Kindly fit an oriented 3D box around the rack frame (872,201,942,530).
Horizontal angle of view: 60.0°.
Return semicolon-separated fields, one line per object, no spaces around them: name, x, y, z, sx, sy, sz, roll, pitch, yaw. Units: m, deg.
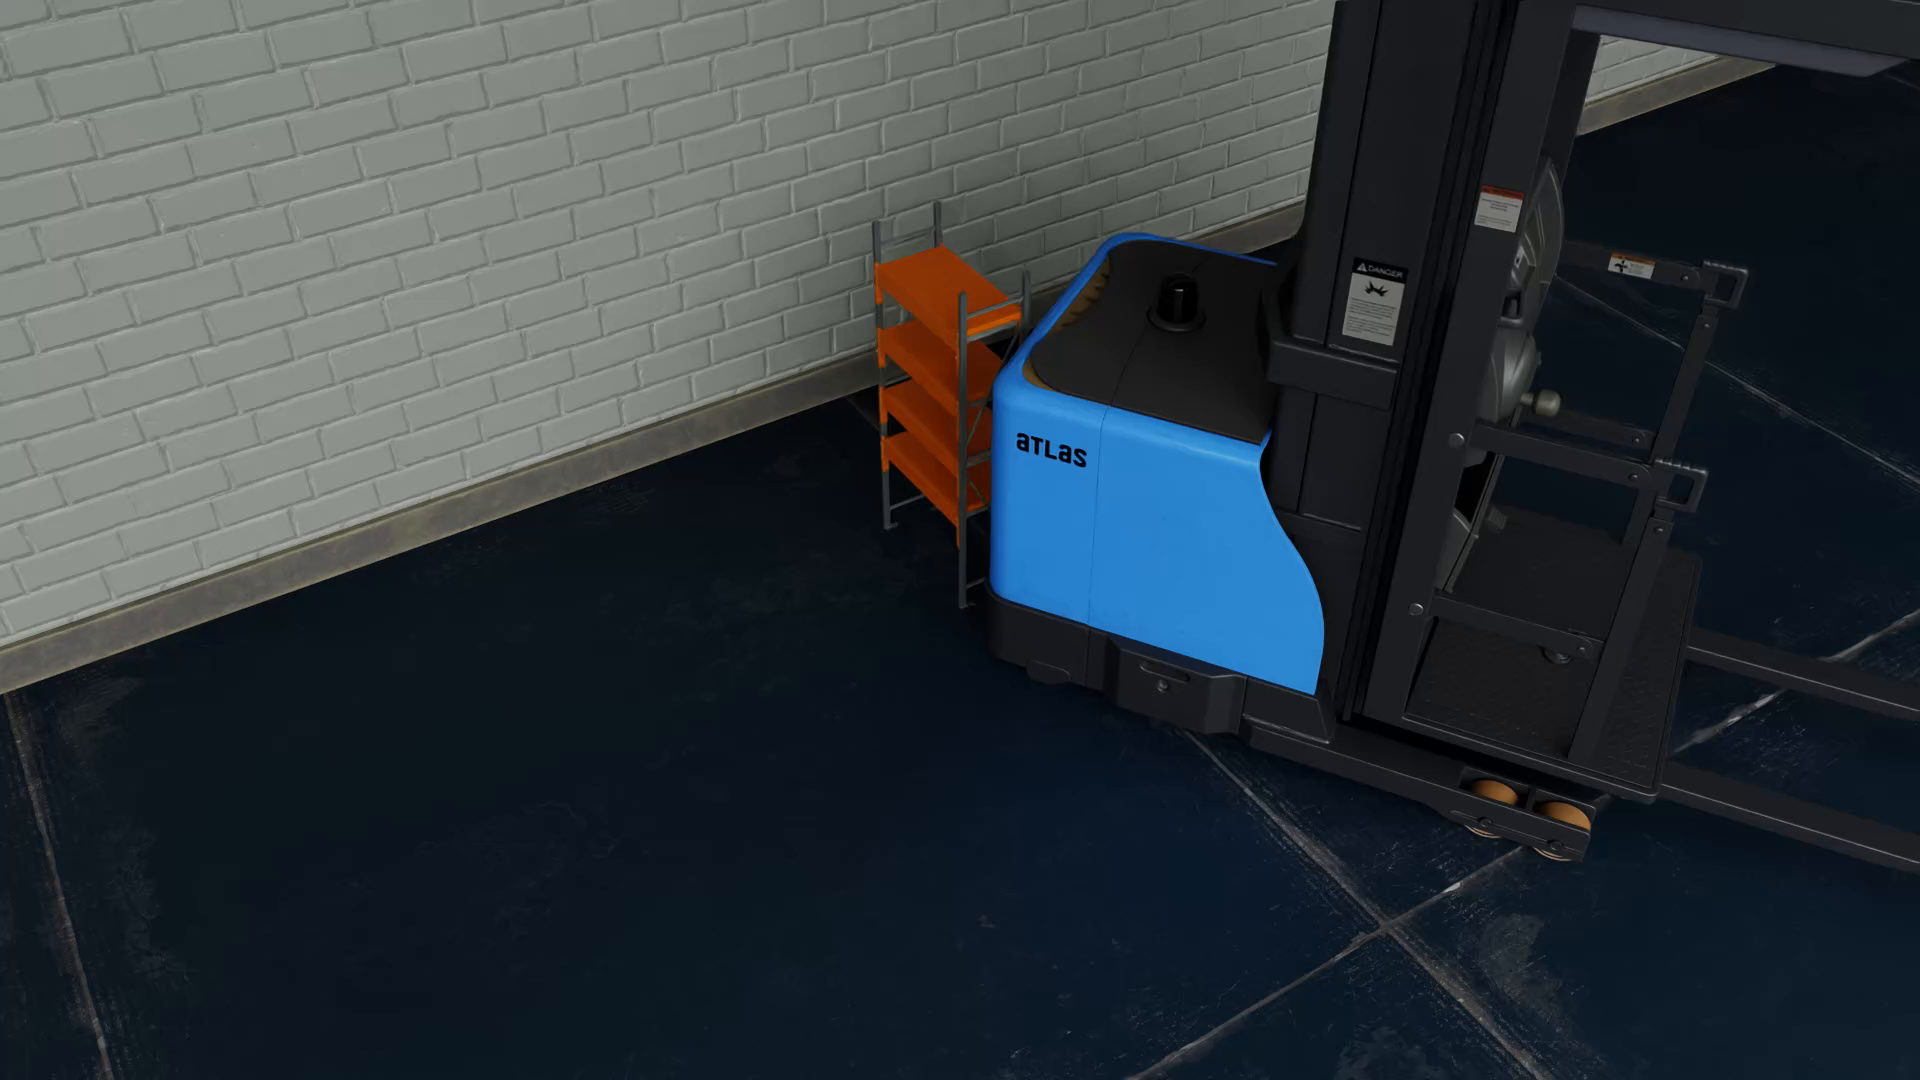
rack frame;-0.162;-0.540;5.461;0.240;1.200;0.015;-22;45;-24

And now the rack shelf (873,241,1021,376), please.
rack shelf;-0.031;-0.710;5.051;0.258;0.148;0.480;-22;45;-24

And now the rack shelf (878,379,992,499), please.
rack shelf;-0.031;-0.357;5.346;0.258;0.148;0.480;-22;45;-24

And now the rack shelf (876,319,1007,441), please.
rack shelf;-0.031;-0.529;5.203;0.258;0.148;0.480;-22;45;-24

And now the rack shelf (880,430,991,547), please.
rack shelf;-0.031;-0.204;5.473;0.258;0.148;0.480;-22;45;-24

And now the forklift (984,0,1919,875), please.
forklift;1.634;-0.617;4.201;3.031;2.935;1.130;17;43;19

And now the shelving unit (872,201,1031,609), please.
shelving unit;-0.031;-0.408;5.303;0.258;1.200;0.503;-22;45;-24

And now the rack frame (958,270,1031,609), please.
rack frame;0.100;-0.277;5.145;0.240;1.200;0.015;-22;45;-24
